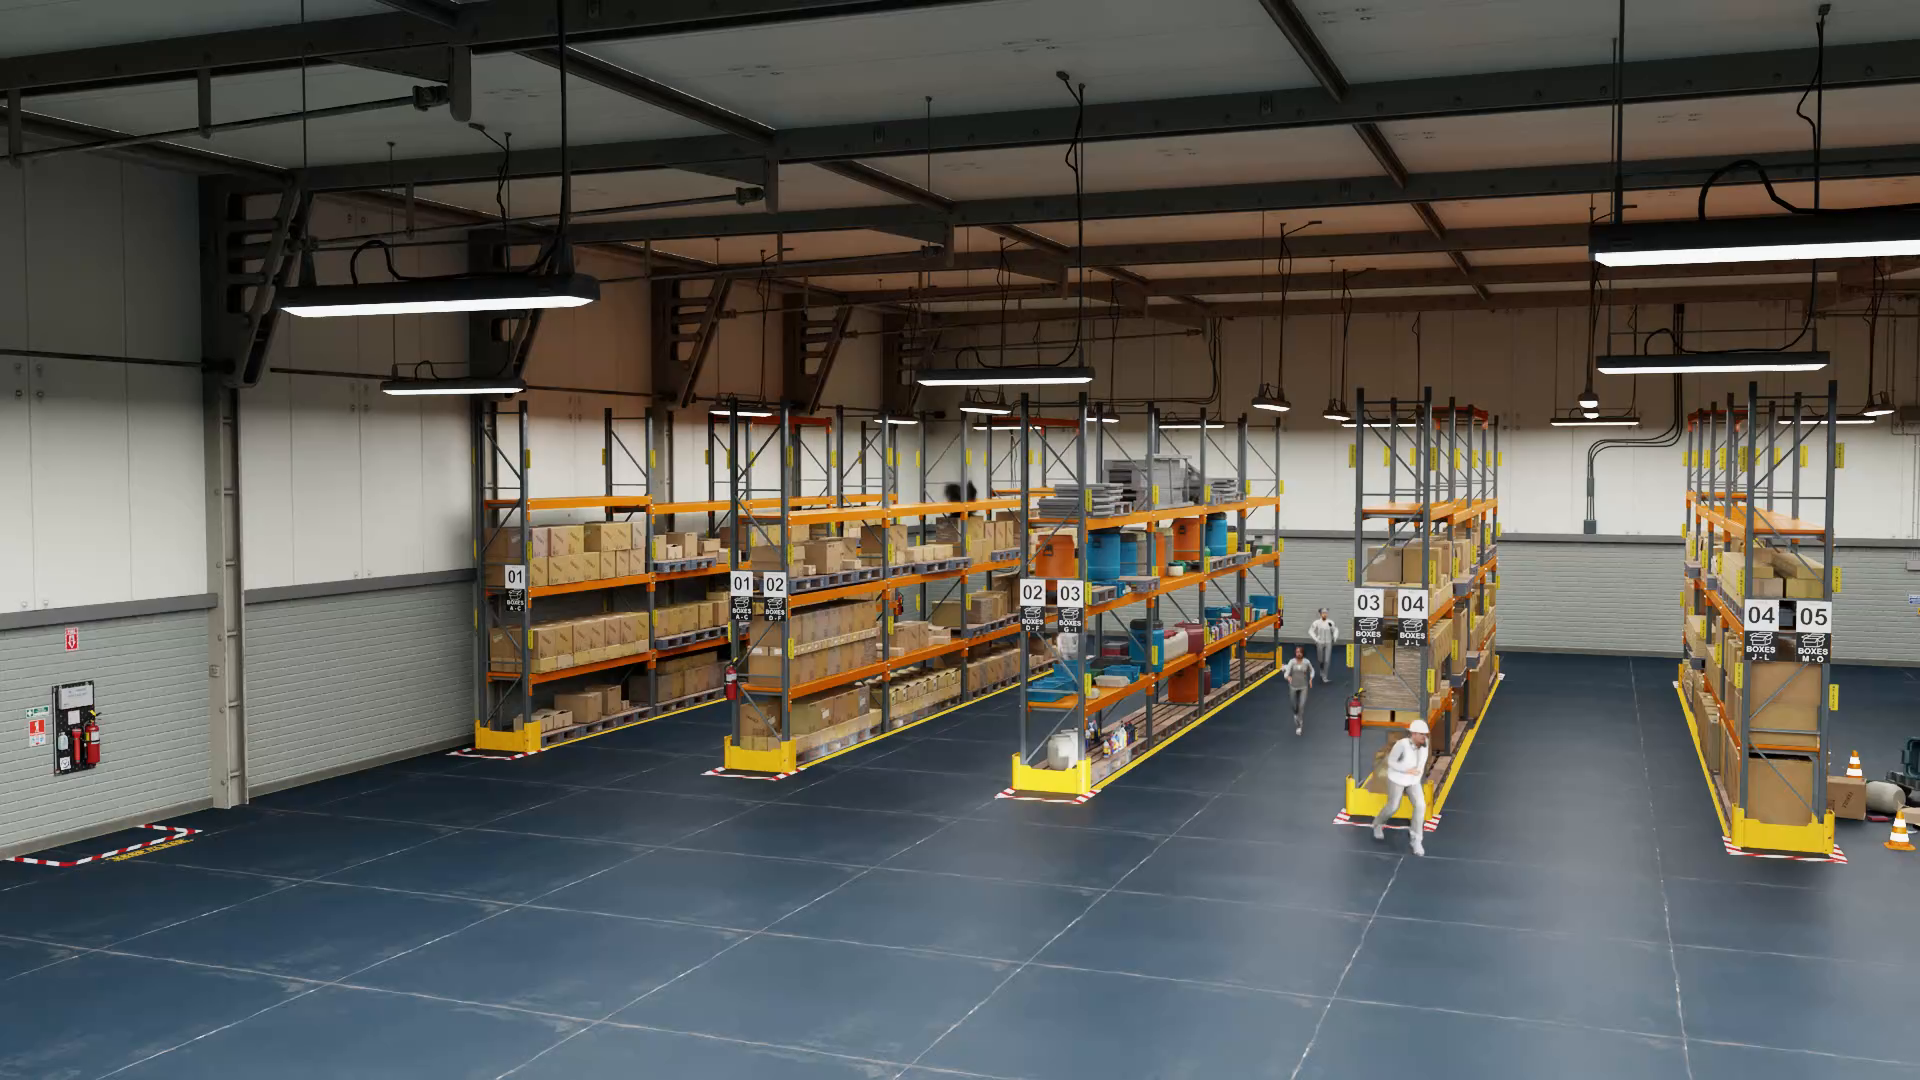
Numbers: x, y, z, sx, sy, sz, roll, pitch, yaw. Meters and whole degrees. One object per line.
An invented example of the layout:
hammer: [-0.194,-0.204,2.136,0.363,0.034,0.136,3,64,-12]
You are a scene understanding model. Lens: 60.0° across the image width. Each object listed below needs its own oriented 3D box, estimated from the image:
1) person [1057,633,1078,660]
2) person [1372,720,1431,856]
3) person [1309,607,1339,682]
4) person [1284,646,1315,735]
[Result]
person: [2.191,2.282,33.184,0.620,1.709,0.710,1,3,20]
person: [5.692,3.124,21.412,0.702,1.724,1.030,-1,3,-24]
person: [8.234,2.356,37.610,0.677,1.697,0.667,0,3,5]
person: [6.212,2.735,30.429,0.546,1.584,0.813,1,3,13]
